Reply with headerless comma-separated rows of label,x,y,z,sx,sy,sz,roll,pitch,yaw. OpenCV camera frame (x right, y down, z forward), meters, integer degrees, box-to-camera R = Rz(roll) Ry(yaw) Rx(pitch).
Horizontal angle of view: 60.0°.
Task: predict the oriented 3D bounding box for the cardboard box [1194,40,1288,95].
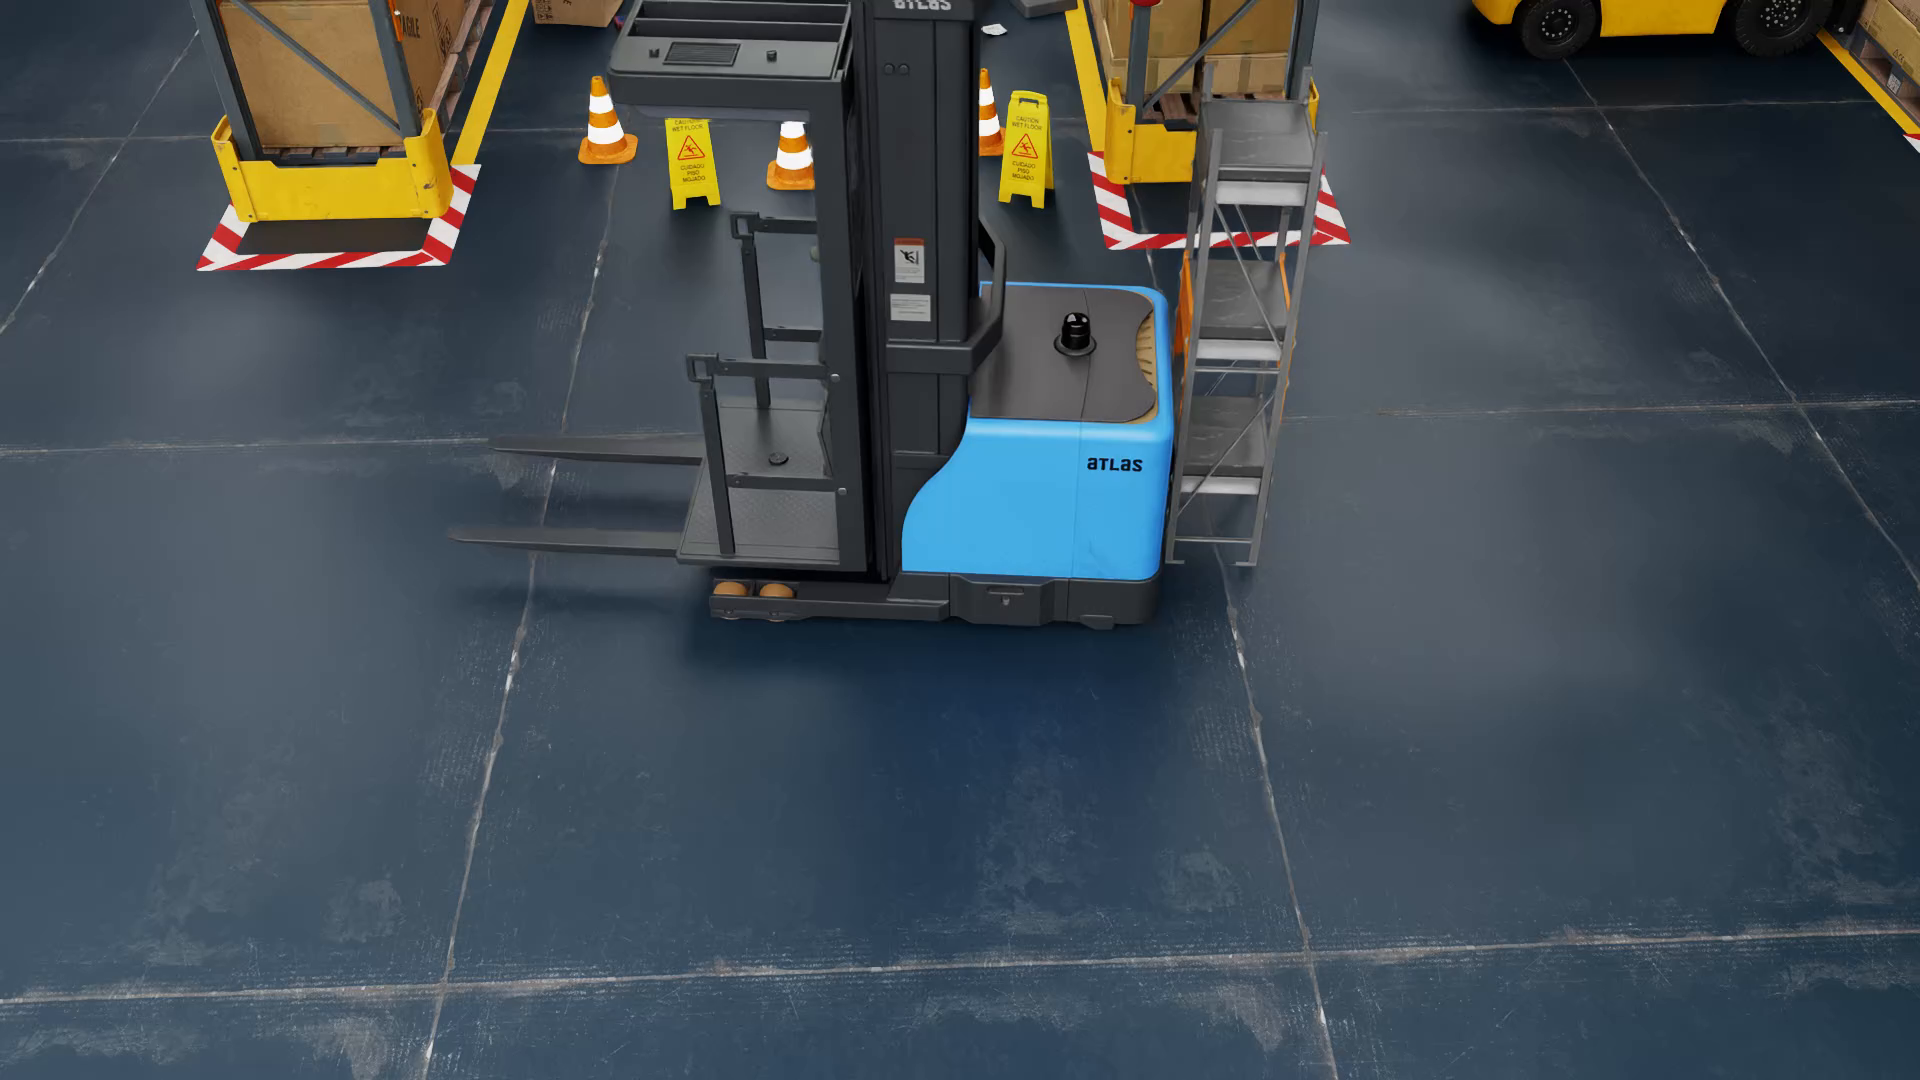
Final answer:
cardboard box,1.685,-2.943,10.115,0.500,0.250,0.500,-2,43,-2

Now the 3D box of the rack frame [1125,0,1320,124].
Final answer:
rack frame,1.443,-3.250,8.725,1.000,3.000,0.127,-2,43,-2

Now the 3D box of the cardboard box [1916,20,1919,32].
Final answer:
cardboard box,6.069,-3.040,9.850,0.500,0.250,0.500,-2,43,-2

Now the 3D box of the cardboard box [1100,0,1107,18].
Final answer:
cardboard box,1.123,-3.553,10.225,0.500,0.500,0.500,0,43,0

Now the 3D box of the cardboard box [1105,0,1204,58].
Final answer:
cardboard box,1.148,-3.201,9.841,0.500,0.500,0.500,-1,43,-2

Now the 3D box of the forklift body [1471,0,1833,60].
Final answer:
forklift body,4.499,-4.310,10.509,2.313,2.155,1.214,-2,43,-2

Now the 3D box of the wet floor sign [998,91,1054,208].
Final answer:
wet floor sign,0.382,-2.223,9.347,0.267,0.644,0.232,12,44,13

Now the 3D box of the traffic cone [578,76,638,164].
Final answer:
traffic cone,-2.102,-2.503,9.788,0.336,0.463,0.334,-2,43,-2

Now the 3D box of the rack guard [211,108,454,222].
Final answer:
rack guard,-3.497,-2.102,9.323,1.175,0.500,0.348,-2,43,-2

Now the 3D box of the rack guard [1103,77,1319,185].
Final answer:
rack guard,1.440,-2.379,9.626,1.175,0.500,0.348,-2,43,-2

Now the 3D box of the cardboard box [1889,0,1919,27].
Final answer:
cardboard box,6.058,-3.379,10.220,0.500,0.250,0.500,-2,43,-2

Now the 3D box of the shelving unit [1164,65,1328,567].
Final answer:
shelving unit,1.107,-0.833,6.755,0.431,2.100,0.503,2,43,2

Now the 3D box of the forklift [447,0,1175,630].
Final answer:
forklift,-0.656,-1.090,6.419,3.031,2.935,1.130,2,43,3

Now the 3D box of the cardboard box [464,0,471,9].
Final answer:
cardboard box,-3.669,-4.076,10.889,0.875,0.875,0.875,-1,43,-1

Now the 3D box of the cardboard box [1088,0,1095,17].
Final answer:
cardboard box,1.098,-3.632,10.866,0.500,0.250,0.500,-3,43,-3

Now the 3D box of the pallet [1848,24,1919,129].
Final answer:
pallet,6.328,-2.882,10.387,1.003,0.211,1.213,-2,43,-2

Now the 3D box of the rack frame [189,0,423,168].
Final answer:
rack frame,-3.498,-3.039,8.496,1.000,3.000,0.127,-2,43,-2

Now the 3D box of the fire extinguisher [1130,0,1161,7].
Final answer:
fire extinguisher,0.987,-3.131,8.652,0.296,0.674,0.183,-2,43,-2

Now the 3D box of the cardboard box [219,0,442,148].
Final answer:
cardboard box,-3.593,-2.867,9.569,0.875,0.875,0.875,-1,43,-2

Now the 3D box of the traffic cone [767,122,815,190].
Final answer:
traffic cone,-0.959,-2.306,9.573,0.336,0.463,0.334,-2,43,-2

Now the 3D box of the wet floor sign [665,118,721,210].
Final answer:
wet floor sign,-1.519,-2.209,9.332,0.267,0.644,0.232,-8,43,-9

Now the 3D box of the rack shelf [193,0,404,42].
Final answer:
rack shelf,-3.583,-4.124,10.212,1.077,0.370,4.000,-2,43,-2

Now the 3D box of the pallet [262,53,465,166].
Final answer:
pallet,-3.611,-2.549,10.024,1.003,0.211,1.213,-2,43,-2

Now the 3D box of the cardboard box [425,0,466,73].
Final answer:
cardboard box,-3.633,-3.461,10.217,0.875,0.875,0.875,-2,43,-2

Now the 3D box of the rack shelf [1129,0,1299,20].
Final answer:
rack shelf,1.358,-4.335,10.441,1.077,0.370,4.000,-2,43,-2

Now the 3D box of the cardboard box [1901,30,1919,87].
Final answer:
cardboard box,6.066,-2.844,10.007,0.500,0.250,0.500,-1,43,-1

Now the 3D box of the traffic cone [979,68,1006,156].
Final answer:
traffic cone,0.136,-2.568,9.859,0.336,0.463,0.334,-2,43,-2

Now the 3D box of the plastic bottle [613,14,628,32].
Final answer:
plastic bottle,-2.170,-3.482,11.153,0.283,0.061,0.133,-16,45,-16

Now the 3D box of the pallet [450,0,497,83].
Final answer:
pallet,-3.659,-3.371,10.921,1.003,0.211,1.213,-2,43,-2

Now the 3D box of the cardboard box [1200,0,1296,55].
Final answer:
cardboard box,1.683,-3.236,9.879,0.500,0.500,0.500,-3,43,-3

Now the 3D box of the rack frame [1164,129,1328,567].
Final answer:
rack frame,1.095,-0.668,6.575,0.400,2.100,0.015,2,43,2

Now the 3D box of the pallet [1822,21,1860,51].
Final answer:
pallet,6.279,-3.703,11.284,1.003,0.211,1.213,-2,43,-2

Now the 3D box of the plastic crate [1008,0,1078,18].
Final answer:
plastic crate,0.520,-3.790,11.476,0.402,0.080,0.583,-16,45,-16

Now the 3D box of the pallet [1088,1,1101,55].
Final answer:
pallet,1.392,-3.644,11.219,1.003,0.211,1.213,-2,43,-2

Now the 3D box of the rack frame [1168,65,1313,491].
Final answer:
rack frame,1.118,-0.998,6.934,0.400,2.100,0.015,2,43,2

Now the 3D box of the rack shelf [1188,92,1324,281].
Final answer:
rack shelf,1.107,-1.339,6.291,0.431,0.518,0.480,2,43,2

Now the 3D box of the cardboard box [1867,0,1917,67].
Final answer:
cardboard box,6.055,-3.180,10.373,0.500,0.250,0.500,-2,43,-2

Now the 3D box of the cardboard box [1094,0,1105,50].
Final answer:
cardboard box,1.126,-3.279,10.481,0.500,0.250,0.500,-1,43,-2

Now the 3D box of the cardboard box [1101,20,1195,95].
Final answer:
cardboard box,1.139,-2.945,10.117,0.500,0.250,0.500,-2,43,-2

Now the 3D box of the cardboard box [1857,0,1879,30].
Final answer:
cardboard box,6.042,-3.518,10.742,0.500,0.250,0.500,-1,43,-1

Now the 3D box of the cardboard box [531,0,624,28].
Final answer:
cardboard box,-2.577,-3.801,11.174,0.500,0.500,0.500,5,43,6

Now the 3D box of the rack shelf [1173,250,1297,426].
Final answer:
rack shelf,1.107,-0.823,6.764,0.431,0.518,0.480,2,43,2

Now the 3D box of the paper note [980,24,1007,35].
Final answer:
paper note,0.228,-3.412,11.100,0.142,0.019,0.148,-16,45,-16

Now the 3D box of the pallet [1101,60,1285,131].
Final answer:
pallet,1.440,-2.822,10.323,1.003,0.211,1.213,-2,43,-2

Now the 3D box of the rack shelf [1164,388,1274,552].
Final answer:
rack shelf,1.107,-0.307,7.237,0.431,0.518,0.480,2,43,2
